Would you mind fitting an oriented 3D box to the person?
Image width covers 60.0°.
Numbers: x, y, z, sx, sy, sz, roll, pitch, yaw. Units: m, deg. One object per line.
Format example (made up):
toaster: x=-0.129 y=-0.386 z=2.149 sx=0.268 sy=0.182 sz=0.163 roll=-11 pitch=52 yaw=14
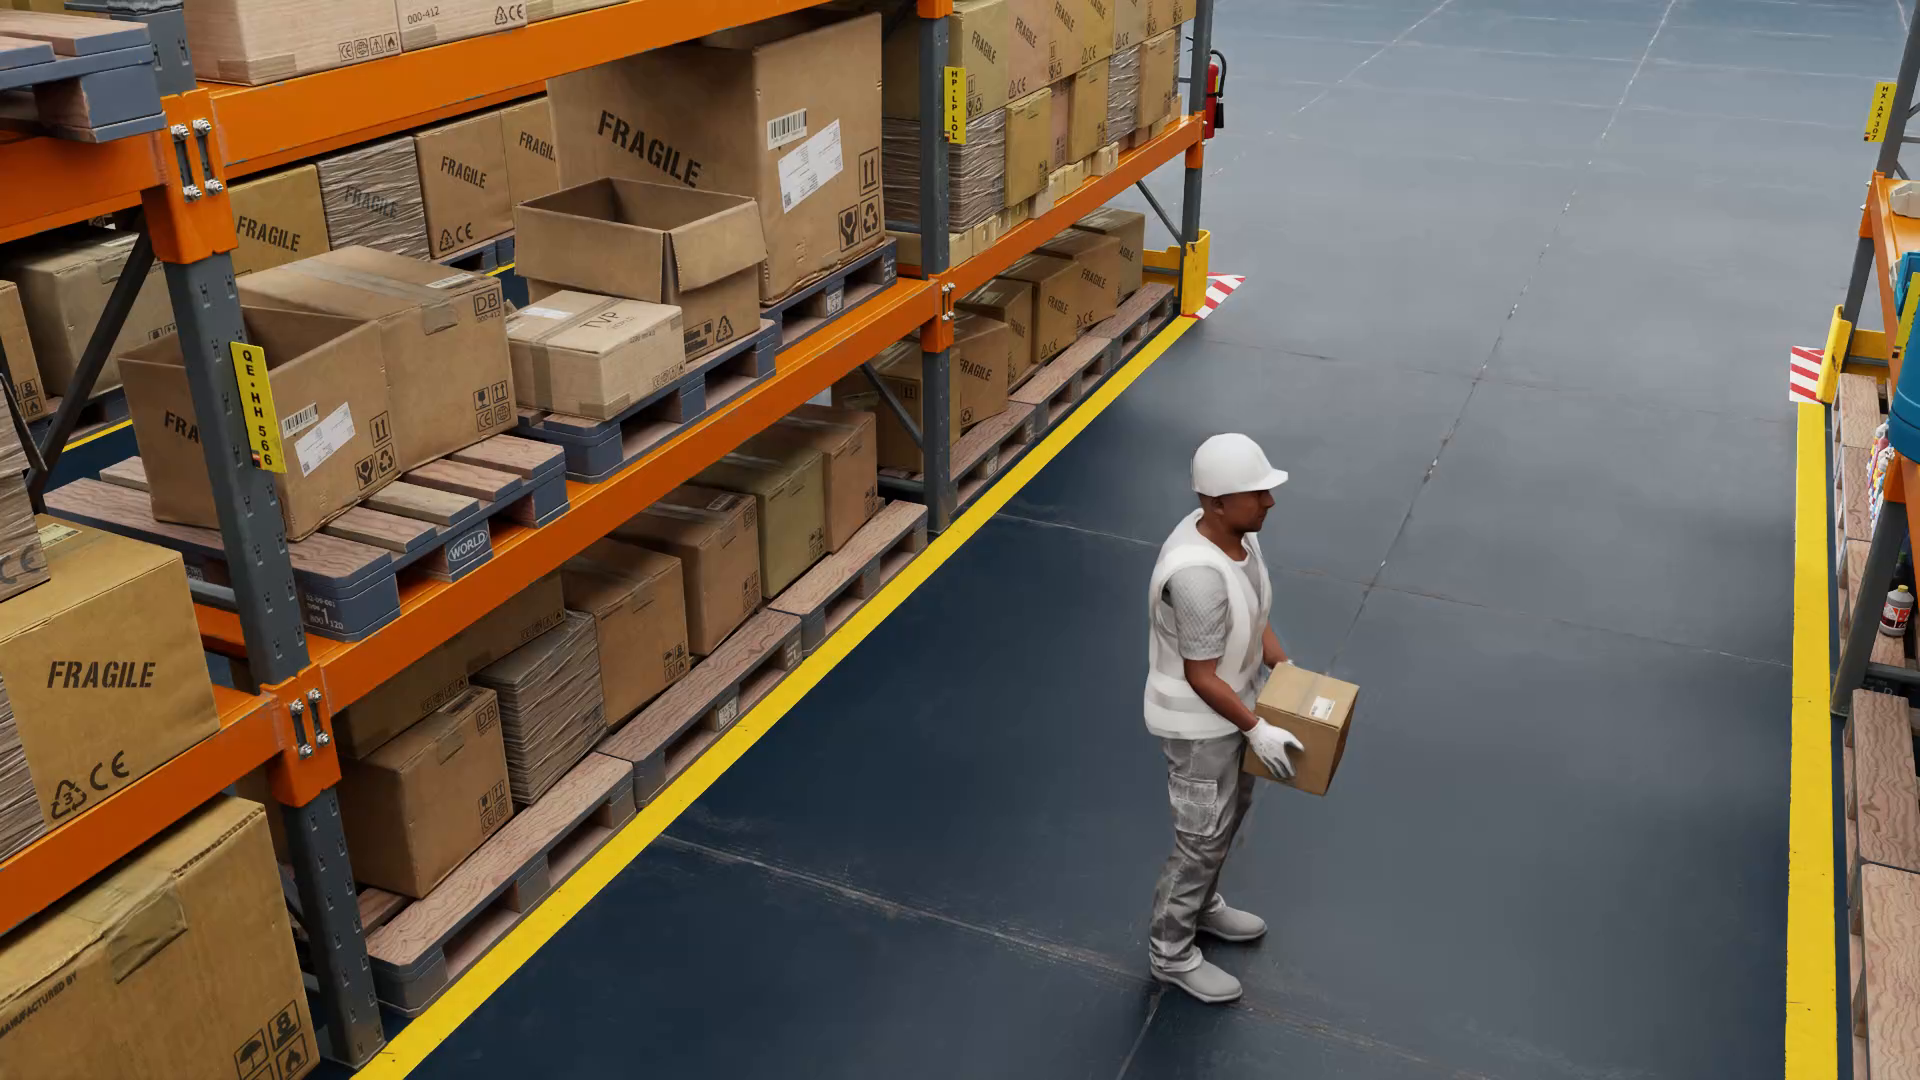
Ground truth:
person: x=0.815 y=0.531 z=4.994 sx=0.509 sy=1.786 sz=0.546 roll=11 pitch=28 yaw=21
